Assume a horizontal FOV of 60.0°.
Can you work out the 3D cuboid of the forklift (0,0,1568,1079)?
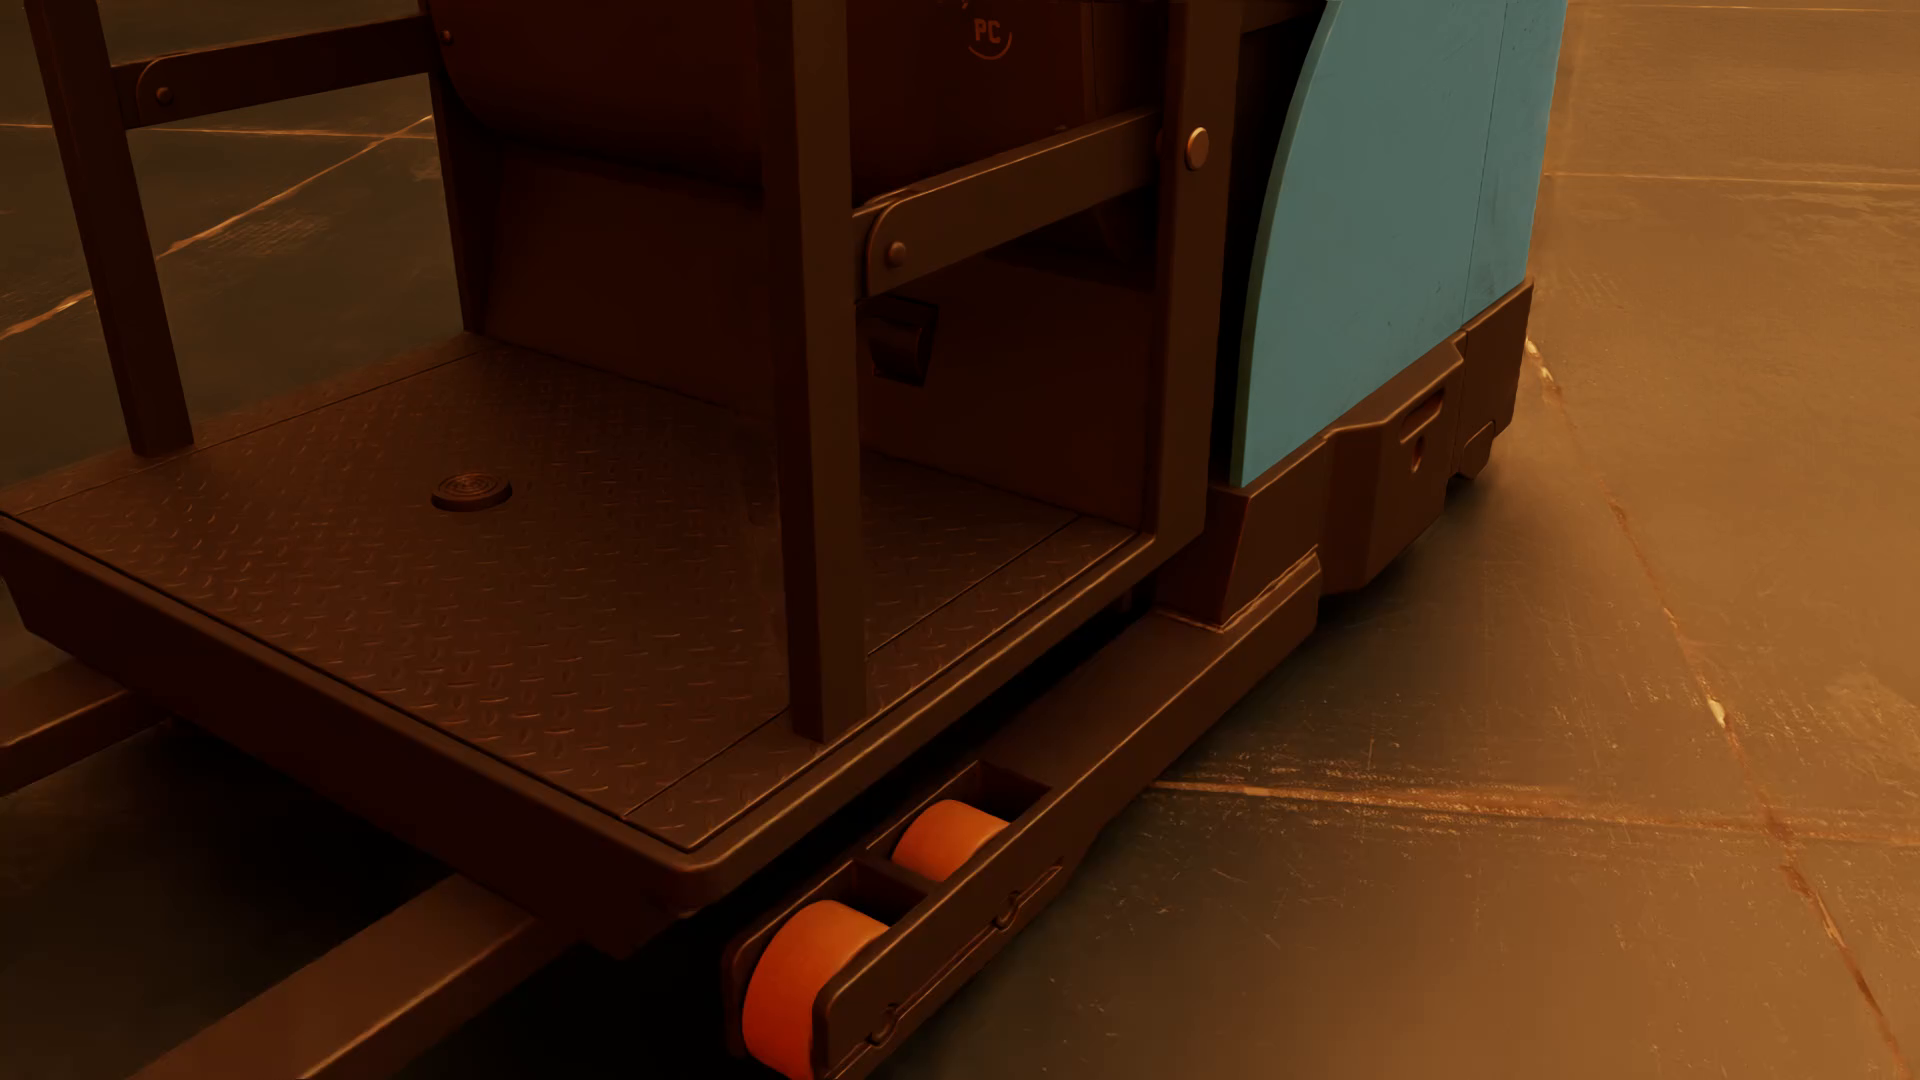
[{"bbox_3d":[-0.355,-1.060,1.342,1.130,2.935,3.031,18,32,32],"label":"forklift"}]
